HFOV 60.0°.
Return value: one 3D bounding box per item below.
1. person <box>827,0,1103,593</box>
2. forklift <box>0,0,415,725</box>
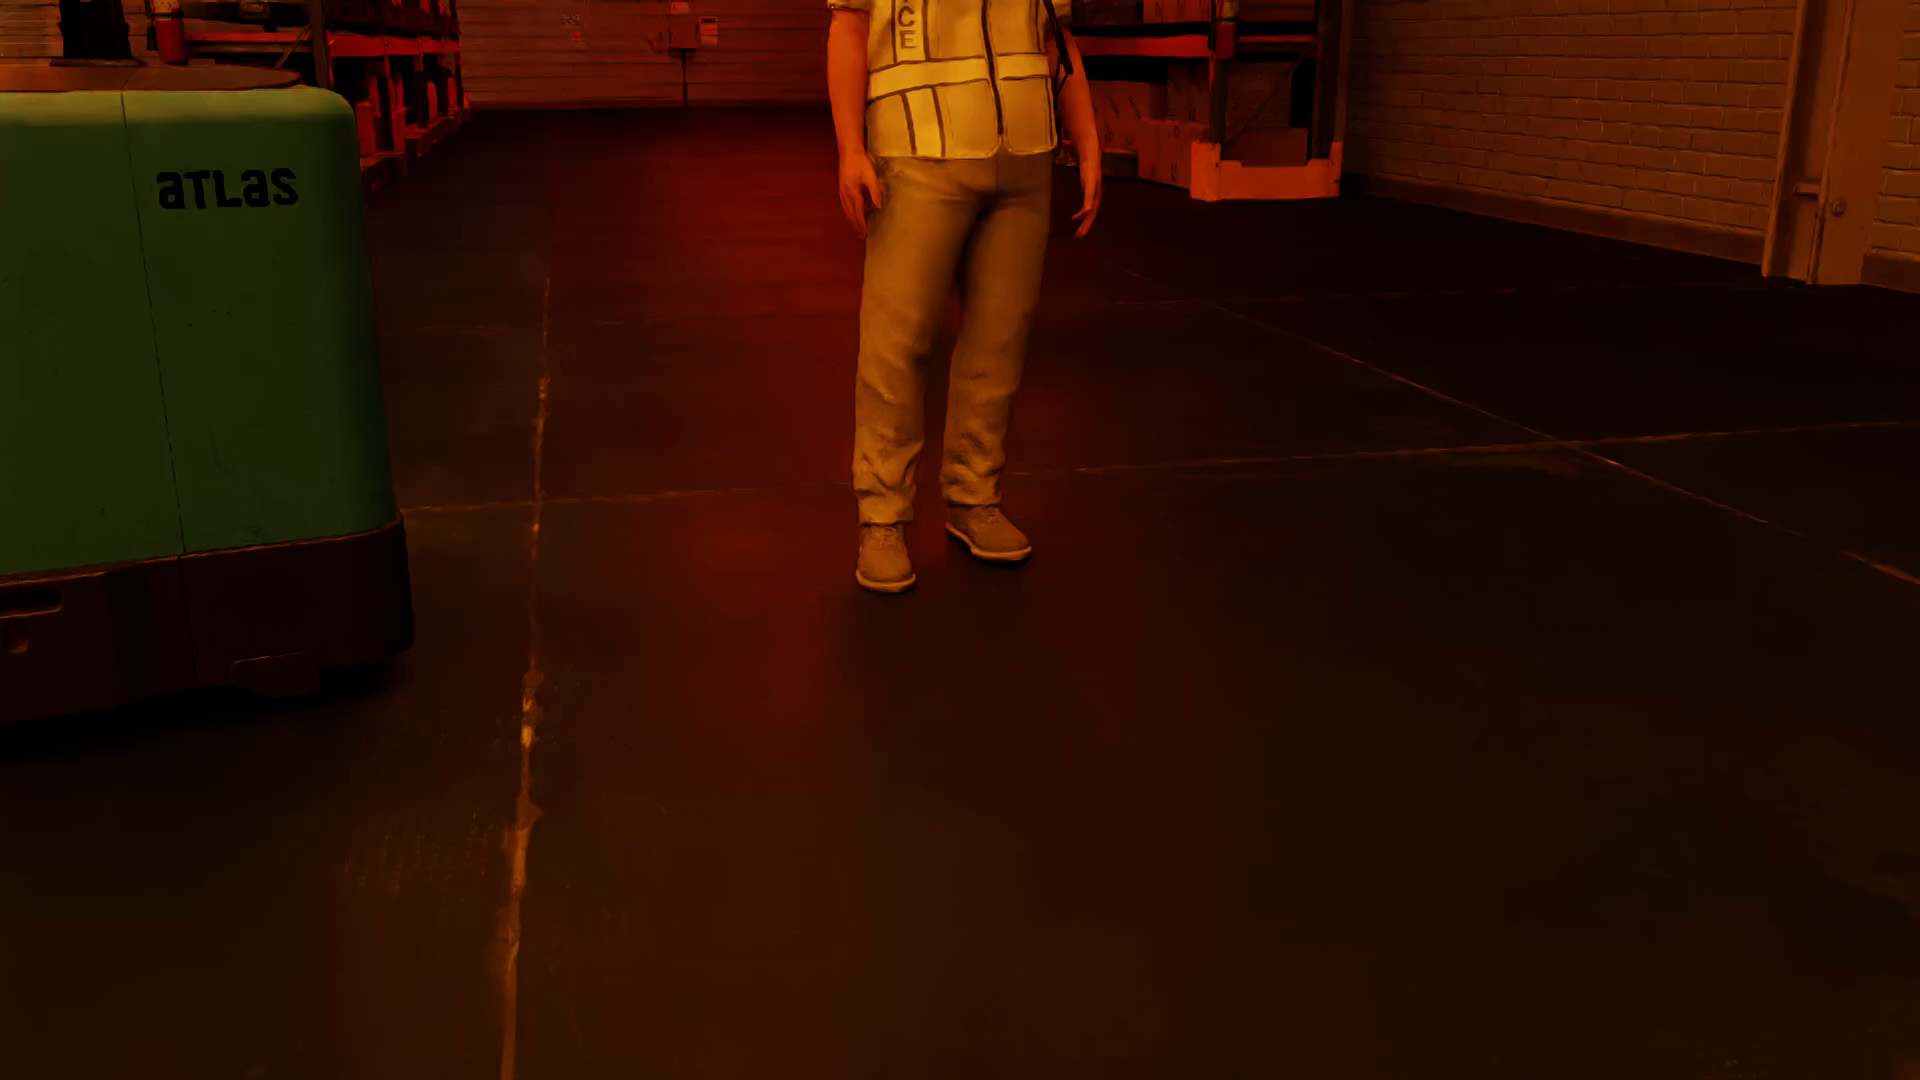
[{"bbox_3d":[0.017,-0.830,3.696,0.696,1.778,0.491,-8,19,-26],"label":"person"},{"bbox_3d":[-2.576,-1.070,2.469,3.031,2.935,1.130,-8,18,-25],"label":"forklift"}]
